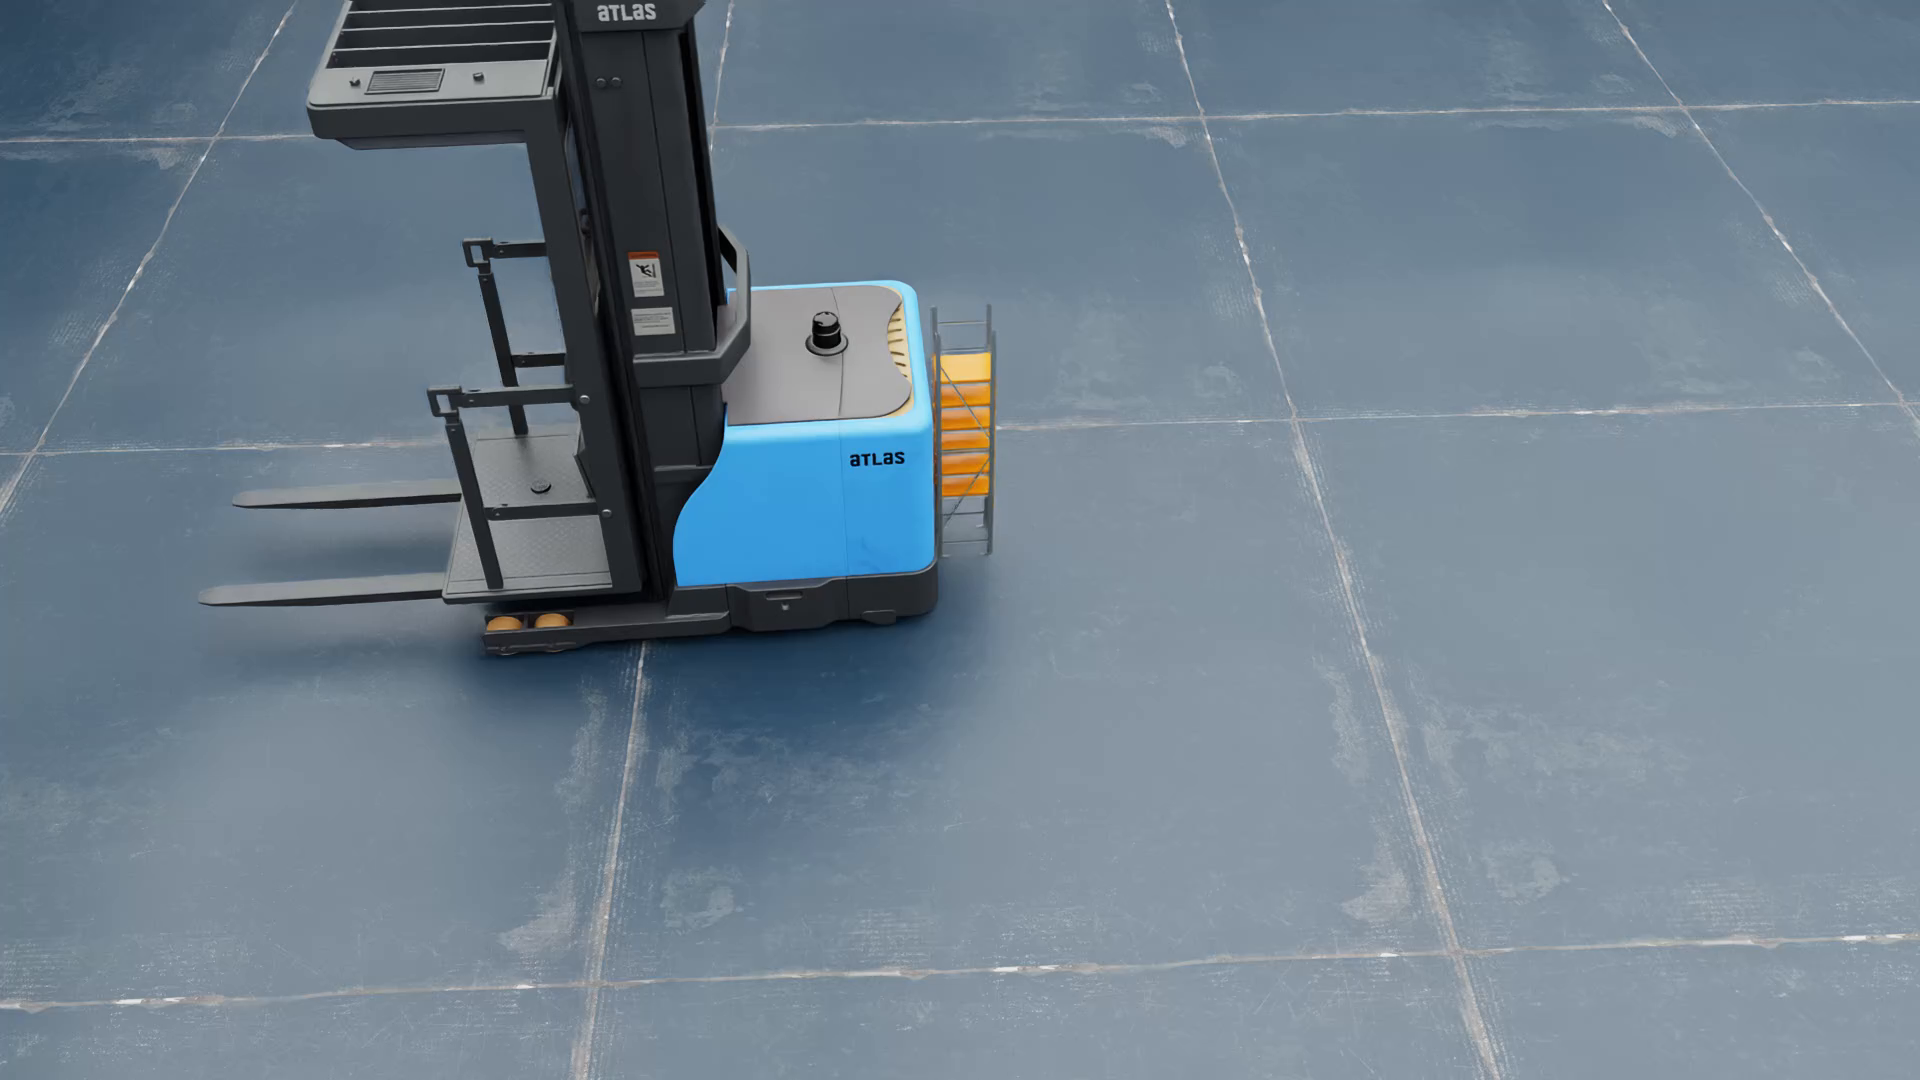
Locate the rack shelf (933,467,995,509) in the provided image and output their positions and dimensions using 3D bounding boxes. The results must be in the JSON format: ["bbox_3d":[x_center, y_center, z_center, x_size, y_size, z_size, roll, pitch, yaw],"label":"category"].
[{"bbox_3d":[0.015,-0.226,7.179,0.258,0.103,0.180,-3,43,-4],"label":"rack shelf"}]

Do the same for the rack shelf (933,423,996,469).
[{"bbox_3d":[0.015,-0.403,7.017,0.258,0.103,0.180,-3,43,-4],"label":"rack shelf"}]

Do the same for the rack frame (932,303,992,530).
[{"bbox_3d":[0.007,-0.497,7.054,0.240,1.200,0.006,-3,43,-4],"label":"rack frame"}]

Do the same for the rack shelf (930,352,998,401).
[{"bbox_3d":[0.015,-0.668,6.773,0.258,0.103,0.180,-3,43,-4],"label":"rack shelf"}]

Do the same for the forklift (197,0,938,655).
[{"bbox_3d":[-1.640,-0.979,6.299,3.031,2.935,1.130,-4,43,-4],"label":"forklift"}]

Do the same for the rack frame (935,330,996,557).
[{"bbox_3d":[0.023,-0.374,6.920,0.240,1.200,0.006,-3,43,-4],"label":"rack frame"}]

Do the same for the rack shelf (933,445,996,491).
[{"bbox_3d":[0.015,-0.314,7.098,0.258,0.103,0.180,-3,43,-4],"label":"rack shelf"}]

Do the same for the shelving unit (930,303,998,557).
[{"bbox_3d":[0.015,-0.436,6.987,0.258,1.200,0.189,-3,43,-4],"label":"shelving unit"}]

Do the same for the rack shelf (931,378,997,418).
[{"bbox_3d":[0.015,-0.580,6.854,0.258,0.103,0.180,-3,43,-4],"label":"rack shelf"}]

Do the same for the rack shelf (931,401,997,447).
[{"bbox_3d":[0.015,-0.491,6.936,0.258,0.103,0.180,-3,43,-4],"label":"rack shelf"}]
